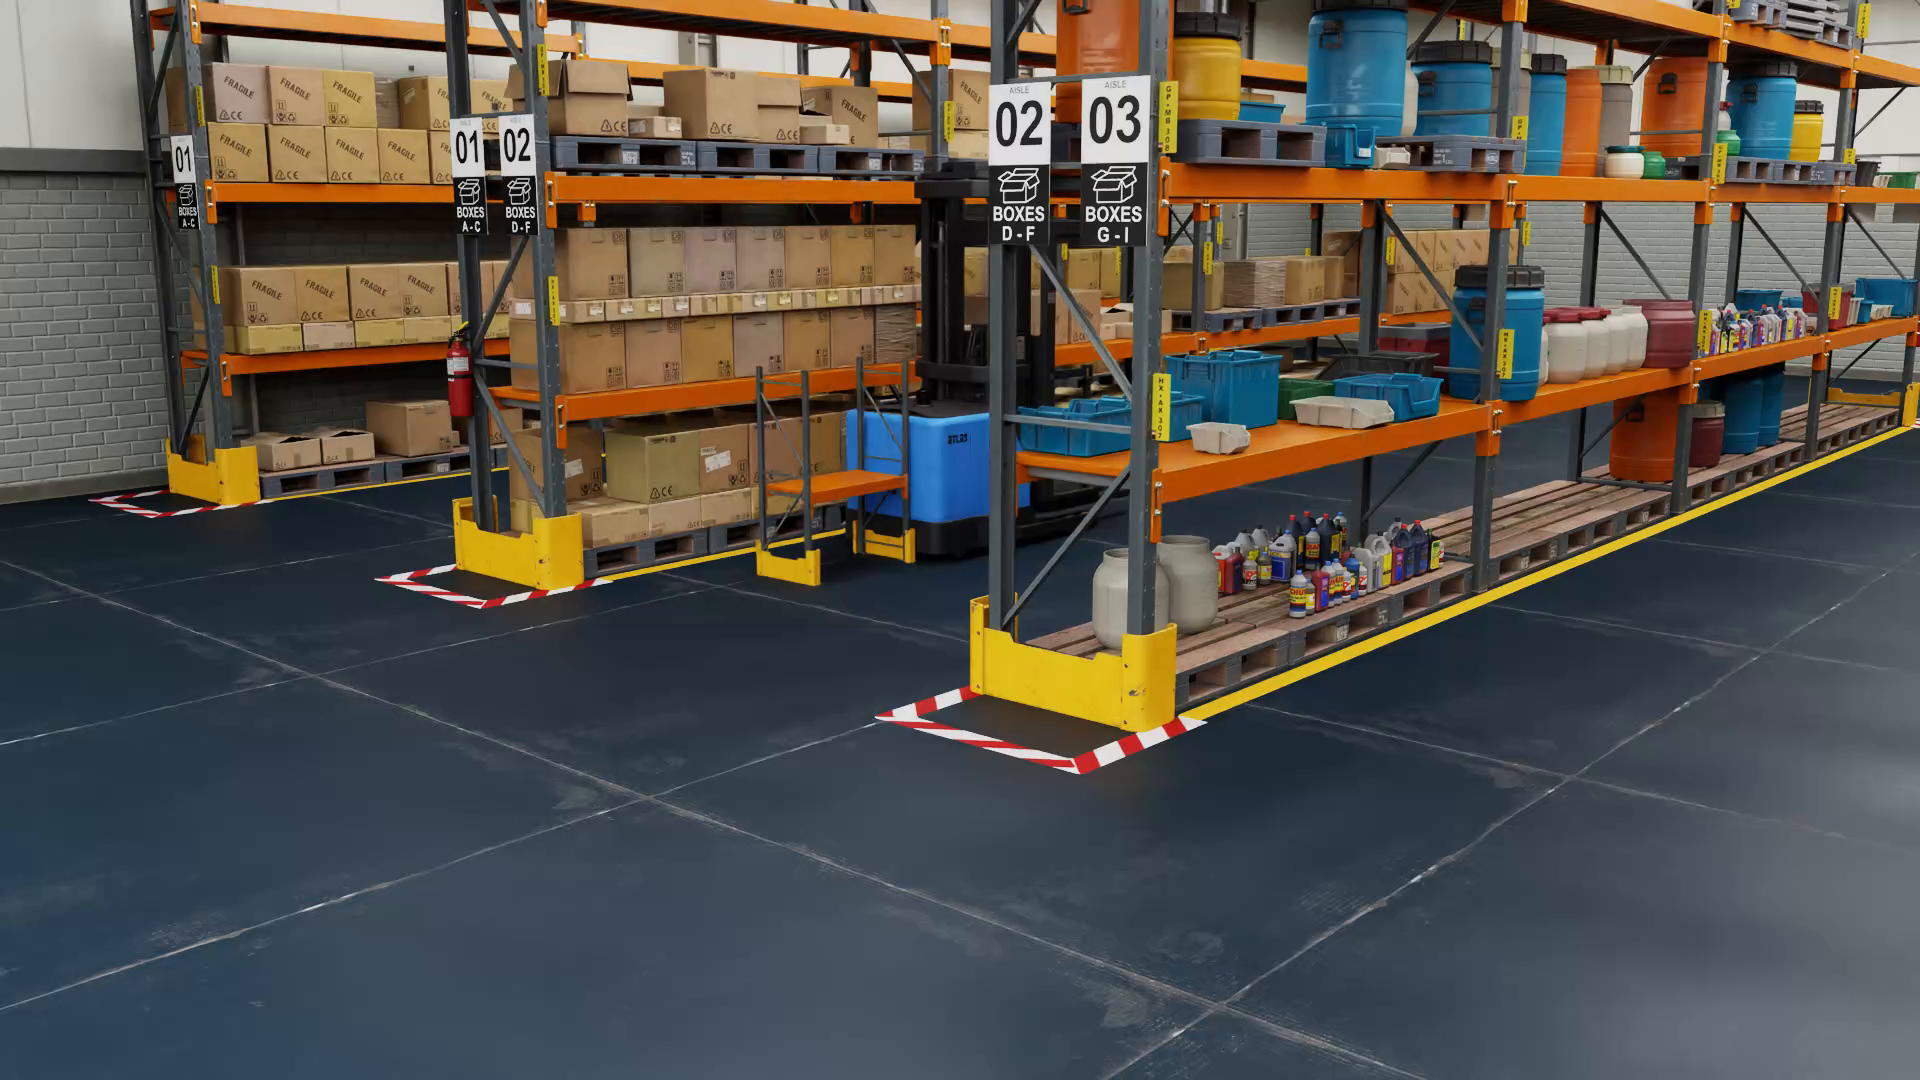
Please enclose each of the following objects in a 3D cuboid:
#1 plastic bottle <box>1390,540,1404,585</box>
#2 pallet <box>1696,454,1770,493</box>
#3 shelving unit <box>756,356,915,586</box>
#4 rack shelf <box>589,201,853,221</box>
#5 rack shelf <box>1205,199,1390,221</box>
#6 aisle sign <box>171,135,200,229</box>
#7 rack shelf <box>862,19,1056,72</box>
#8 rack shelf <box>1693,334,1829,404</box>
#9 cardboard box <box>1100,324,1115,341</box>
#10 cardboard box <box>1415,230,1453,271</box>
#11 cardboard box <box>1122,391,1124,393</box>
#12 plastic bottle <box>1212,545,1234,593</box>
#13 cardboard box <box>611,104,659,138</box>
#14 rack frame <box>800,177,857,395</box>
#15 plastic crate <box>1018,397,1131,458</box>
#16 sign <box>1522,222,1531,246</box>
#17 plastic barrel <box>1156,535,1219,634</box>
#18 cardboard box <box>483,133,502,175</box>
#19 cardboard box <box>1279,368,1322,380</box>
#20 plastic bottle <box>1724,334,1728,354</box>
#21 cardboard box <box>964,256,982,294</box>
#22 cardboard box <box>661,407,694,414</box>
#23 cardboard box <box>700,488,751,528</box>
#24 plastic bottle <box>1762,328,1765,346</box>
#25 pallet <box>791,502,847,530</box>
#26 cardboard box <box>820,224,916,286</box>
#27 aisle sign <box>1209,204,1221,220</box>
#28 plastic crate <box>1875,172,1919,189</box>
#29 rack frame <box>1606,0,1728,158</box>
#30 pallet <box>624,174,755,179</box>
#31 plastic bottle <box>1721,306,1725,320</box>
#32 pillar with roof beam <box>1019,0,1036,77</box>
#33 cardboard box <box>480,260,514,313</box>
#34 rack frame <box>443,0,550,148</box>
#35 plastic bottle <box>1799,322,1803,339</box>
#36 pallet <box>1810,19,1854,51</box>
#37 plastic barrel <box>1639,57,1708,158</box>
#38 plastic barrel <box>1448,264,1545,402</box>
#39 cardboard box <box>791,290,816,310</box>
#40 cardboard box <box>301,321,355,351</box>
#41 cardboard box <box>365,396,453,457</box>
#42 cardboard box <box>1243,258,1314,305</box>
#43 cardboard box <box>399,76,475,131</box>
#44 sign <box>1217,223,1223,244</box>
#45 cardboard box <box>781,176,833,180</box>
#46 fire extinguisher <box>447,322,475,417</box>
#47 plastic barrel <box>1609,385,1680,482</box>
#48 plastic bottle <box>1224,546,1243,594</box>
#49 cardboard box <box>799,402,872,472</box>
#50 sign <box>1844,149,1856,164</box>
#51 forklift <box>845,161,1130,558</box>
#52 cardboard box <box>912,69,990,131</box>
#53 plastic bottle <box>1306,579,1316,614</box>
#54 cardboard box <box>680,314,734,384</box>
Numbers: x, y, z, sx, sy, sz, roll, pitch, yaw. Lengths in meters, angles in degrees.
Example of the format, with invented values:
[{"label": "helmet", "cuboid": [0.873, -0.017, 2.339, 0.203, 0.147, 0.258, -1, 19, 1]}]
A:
[{"label": "plastic bottle", "cuboid": [2.796, 0.136, 10.684, 0.133, 0.283, 0.061, -11, 16, -44]}, {"label": "pallet", "cuboid": [7.142, -0.691, 16.132, 1.003, 0.211, 1.213, 10, 15, 40]}, {"label": "shelving unit", "cuboid": [-0.897, -0.530, 12.034, 0.587, 1.500, 1.083, 9, 15, 39]}, {"label": "rack shelf", "cuboid": [-2.914, -3.863, 19.073, 1.077, 0.370, 4.000, 10, 15, 40]}, {"label": "rack shelf", "cuboid": [3.450, -3.812, 18.815, 1.077, 0.370, 4.000, 10, 15, 40]}, {"label": "aisle sign", "cuboid": [-6.697, -3.088, 14.375, 0.394, 0.787, 0.004, 10, 15, 40]}, {"label": "rack shelf", "cuboid": [0.809, -4.498, 15.614, 1.077, 0.370, 4.000, 10, 15, 40]}, {"label": "rack shelf", "cuboid": [7.168, -1.700, 15.900, 1.077, 0.370, 4.000, 10, 15, 40]}, {"label": "cardboard box", "cuboid": [1.330, -2.081, 16.614, 0.250, 0.149, 0.380, -11, 16, -43]}, {"label": "cardboard box", "cuboid": [5.972, -3.712, 21.328, 0.500, 0.500, 0.500, 9, 15, 39]}, {"label": "cardboard box", "cuboid": [1.969, -1.423, 17.194, 0.500, 0.311, 0.500, 10, 15, 42]}, {"label": "plastic bottle", "cuboid": [1.637, 0.178, 10.492, 0.152, 0.276, 0.135, 10, 15, 41]}, {"label": "cardboard box", "cuboid": [-2.589, -3.098, 12.358, 0.500, 0.250, 0.500, 10, 15, 40]}, {"label": "rack frame", "cuboid": [-1.594, -3.039, 20.769, 1.000, 3.000, 0.127, 10, 15, 40]}, {"label": "plastic crate", "cuboid": [0.672, -0.621, 9.040, 0.499, 0.251, 0.616, 10, 15, 40]}, {"label": "sign", "cuboid": [7.814, -4.224, 22.940, 0.100, 0.325, 0.005, 10, 15, 40]}, {"label": "plastic barrel", "cuboid": [1.275, 0.252, 9.569, 0.421, 0.512, 0.421, 0, 11, 0]}, {"label": "cardboard box", "cuboid": [-4.726, -3.802, 16.621, 0.500, 0.500, 0.500, 8, 14, 36]}, {"label": "cardboard box", "cuboid": [3.995, -1.723, 19.437, 0.500, 0.500, 0.500, 10, 15, 41]}, {"label": "plastic bottle", "cuboid": [6.867, -1.784, 14.992, 0.097, 0.201, 0.097, 0, 11, 0]}, {"label": "cardboard box", "cuboid": [-0.062, -3.509, 22.054, 0.500, 0.500, 0.500, 10, 15, 42]}, {"label": "cardboard box", "cuboid": [-3.458, -1.634, 18.991, 0.700, 0.500, 0.500, 9, 15, 39]}, {"label": "cardboard box", "cuboid": [-1.973, -0.278, 12.891, 0.500, 0.250, 0.500, 10, 15, 40]}, {"label": "plastic bottle", "cuboid": [7.599, -1.947, 15.809, 0.097, 0.201, 0.097, 0, 11, 0]}, {"label": "pallet", "cuboid": [-1.067, -0.332, 14.334, 1.003, 0.211, 1.213, 10, 15, 40]}, {"label": "cardboard box", "cuboid": [-0.799, -2.430, 14.151, 0.700, 0.500, 0.500, 10, 15, 41]}, {"label": "aisle sign", "cuboid": [3.960, -5.463, 26.267, 0.394, 0.787, 0.004, 10, 15, 40]}, {"label": "plastic crate", "cuboid": [10.692, -4.120, 19.065, 0.450, 0.188, 0.336, 10, 15, 40]}, {"label": "rack frame", "cuboid": [5.848, -4.700, 13.769, 1.000, 3.000, 0.127, 10, 15, 40]}, {"label": "pallet", "cuboid": [-3.065, -4.060, 18.699, 1.213, 0.211, 1.003, 10, 15, 40]}, {"label": "plastic bottle", "cuboid": [7.926, -2.291, 17.320, 0.061, 0.283, 0.133, 10, 15, 40]}, {"label": "pillar with roof beam", "cuboid": [4.092, -6.228, 21.417, 9.100, 9.000, 0.400, 10, 15, 40]}, {"label": "cardboard box", "cuboid": [-4.640, -2.571, 16.842, 0.500, 0.500, 0.500, 10, 15, 40]}, {"label": "rack frame", "cuboid": [-3.151, -4.164, 11.085, 1.000, 3.000, 0.127, 10, 15, 40]}, {"label": "plastic bottle", "cuboid": [8.415, -2.129, 16.720, 0.097, 0.201, 0.097, 0, 11, 0]}, {"label": "pallet", "cuboid": [7.965, -4.874, 16.144, 1.003, 0.211, 1.213, 10, 15, 40]}, {"label": "plastic barrel", "cuboid": [6.225, -3.729, 14.396, 0.600, 0.830, 0.708, 10, 15, 40]}, {"label": "plastic barrel", "cuboid": [3.690, -1.433, 11.449, 0.600, 0.901, 0.708, 10, 15, 40]}, {"label": "cardboard box", "cuboid": [-1.369, -1.924, 13.272, 0.380, 0.149, 0.250, 10, 15, 42]}, {"label": "cardboard box", "cuboid": [-5.982, -1.907, 15.435, 0.500, 0.250, 0.500, 9, 15, 39]}, {"label": "cardboard box", "cuboid": [-5.453, -1.128, 16.458, 0.700, 0.500, 0.500, 9, 14, 37]}, {"label": "cardboard box", "cuboid": [3.650, -2.975, 19.120, 0.700, 0.500, 0.500, 6, 13, 26]}, {"label": "cardboard box", "cuboid": [-5.052, -4.202, 16.073, 0.500, 0.500, 0.500, 9, 14, 38]}, {"label": "sign", "cuboid": [4.085, -4.828, 26.164, 0.100, 0.325, 0.005, 10, 15, 40]}, {"label": "cardboard box", "cuboid": [-1.867, -4.335, 19.777, 0.500, 0.311, 0.500, 10, 15, 40]}, {"label": "fire extinguisher", "cuboid": [-3.578, -1.227, 11.894, 0.296, 0.674, 0.183, 10, 15, 40]}, {"label": "plastic barrel", "cuboid": [6.158, -0.974, 14.899, 0.600, 0.830, 0.708, 10, 15, 40]}, {"label": "plastic bottle", "cuboid": [1.717, 0.188, 10.422, 0.061, 0.283, 0.133, 10, 15, 40]}, {"label": "cardboard box", "cuboid": [-0.992, -0.868, 13.930, 0.500, 0.500, 0.500, 10, 15, 40]}, {"label": "sign", "cuboid": [8.900, -3.751, 16.651, 0.100, 0.325, 0.005, 10, 15, 40]}, {"label": "forklift", "cuboid": [0.476, -1.536, 13.416, 1.130, 2.935, 3.031, 10, 15, 41]}, {"label": "cardboard box", "cuboid": [-0.074, -3.868, 14.654, 0.500, 0.500, 0.500, 10, 15, 41]}, {"label": "plastic bottle", "cuboid": [2.066, 0.333, 9.904, 0.097, 0.201, 0.097, 0, 11, 0]}, {"label": "cardboard box", "cuboid": [-2.159, -1.489, 12.750, 0.700, 0.500, 0.500, 10, 15, 41]}]
